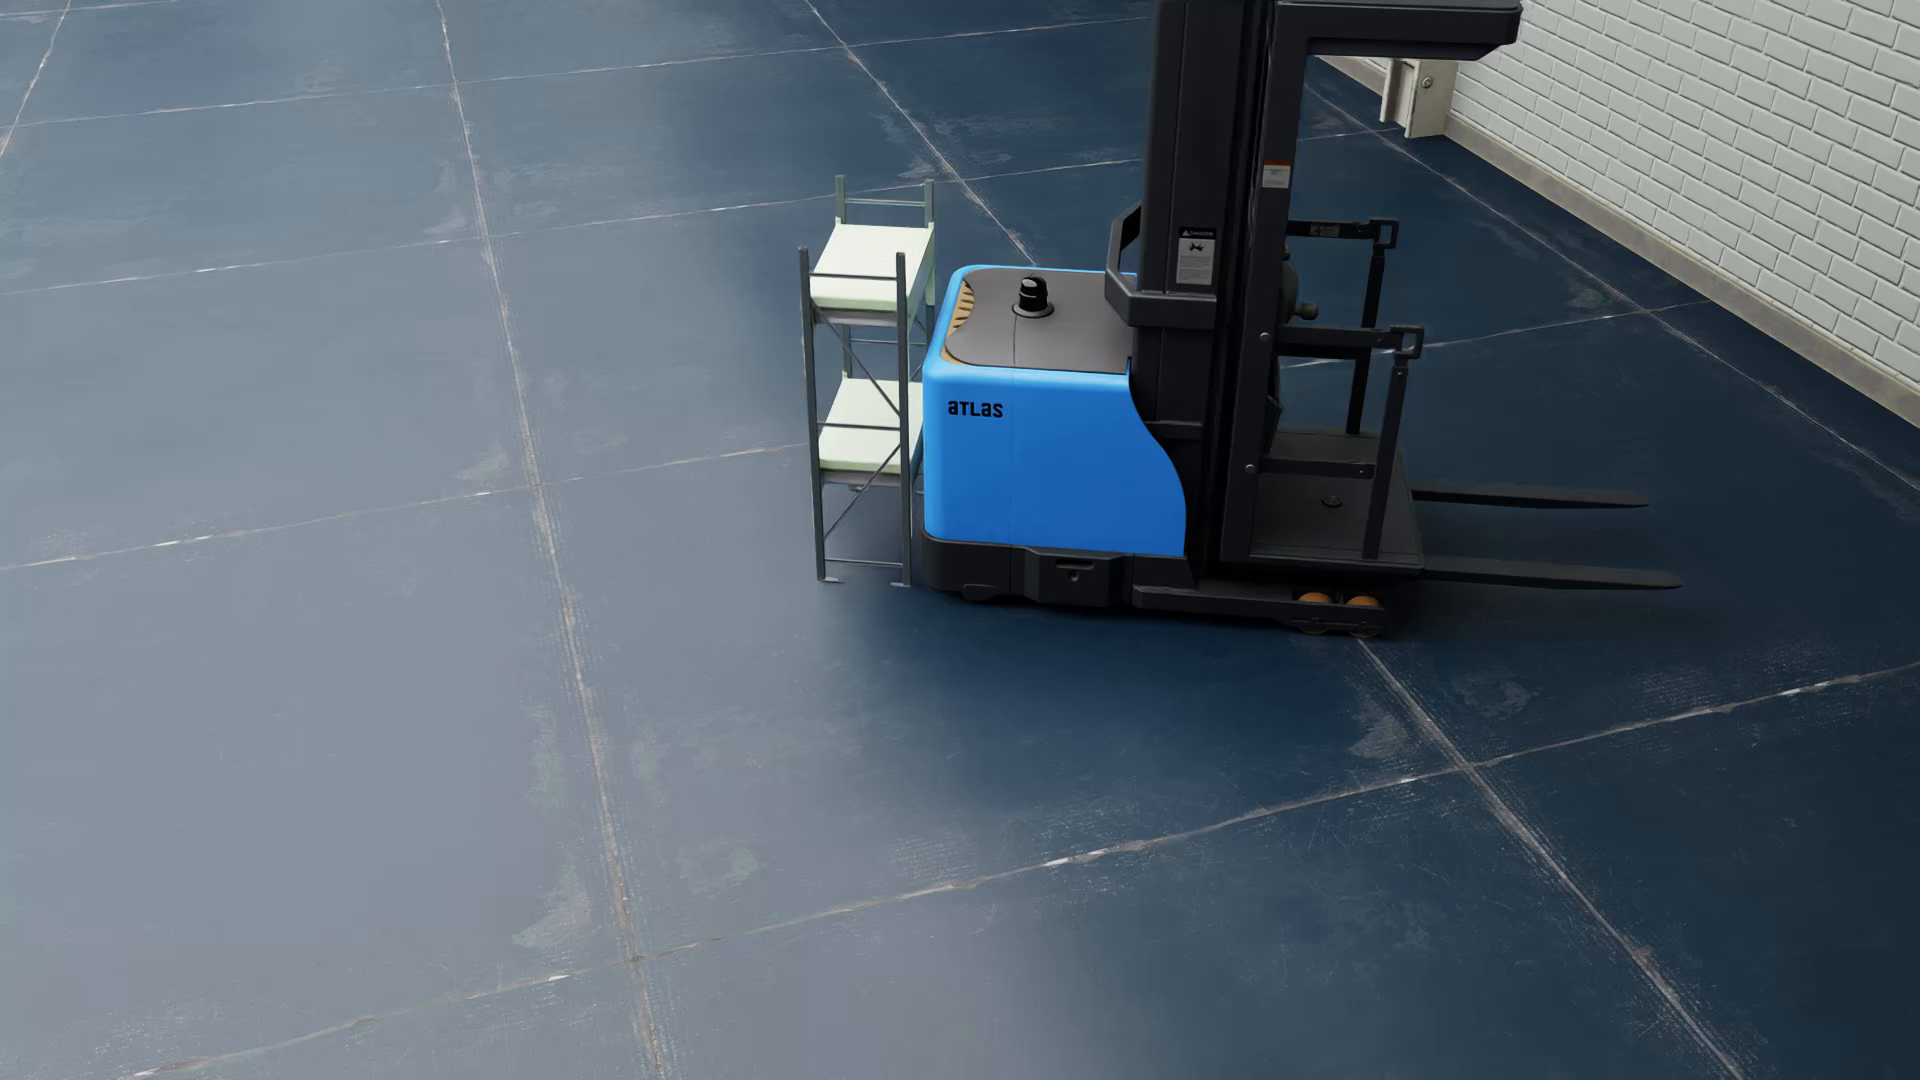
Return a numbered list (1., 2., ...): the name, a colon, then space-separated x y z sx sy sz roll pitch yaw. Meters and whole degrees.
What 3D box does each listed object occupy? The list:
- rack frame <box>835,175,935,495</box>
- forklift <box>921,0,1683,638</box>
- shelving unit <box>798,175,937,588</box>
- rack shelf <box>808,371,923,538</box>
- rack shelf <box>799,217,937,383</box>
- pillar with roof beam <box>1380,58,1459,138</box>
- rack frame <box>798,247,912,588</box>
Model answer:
1. rack frame: -0.308 -0.844 7.168 0.400 1.500 0.023 4 34 6
2. forklift: 1.399 -1.144 6.323 3.031 2.935 1.130 4 34 6
3. shelving unit: -0.354 -0.644 6.865 0.431 1.500 0.755 4 34 6
4. rack shelf: -0.354 -0.372 7.044 0.431 0.370 0.720 4 34 6
5. rack shelf: -0.354 -0.970 6.650 0.431 0.370 0.720 4 34 6
6. pillar with roof beam: -0.934 -5.921 8.047 9.100 9.000 0.400 -10 35 -15
7. rack frame: -0.401 -0.444 6.562 0.400 1.500 0.023 4 34 6
